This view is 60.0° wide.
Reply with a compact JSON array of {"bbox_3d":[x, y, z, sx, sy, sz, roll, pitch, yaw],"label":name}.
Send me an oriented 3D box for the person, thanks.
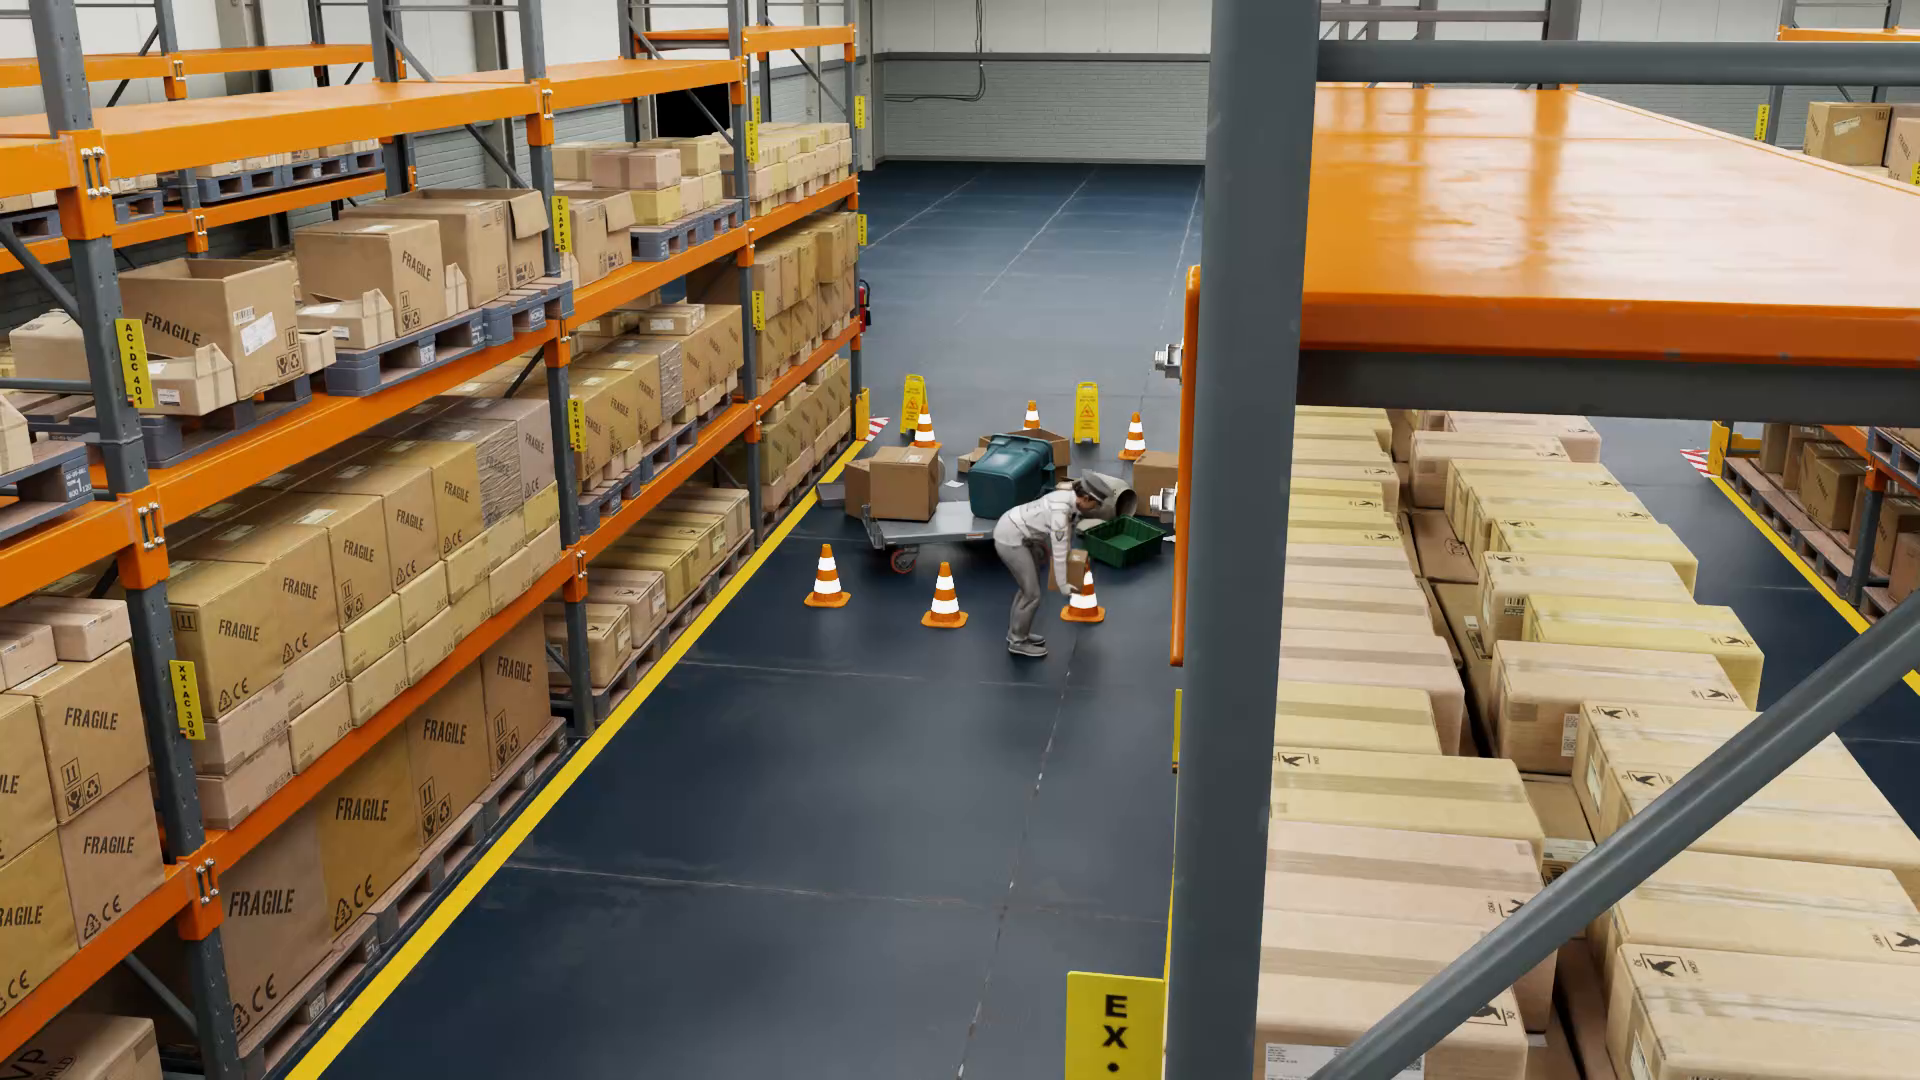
[{"bbox_3d":[0.666,0.162,12.047,0.857,1.366,0.402,2,18,7],"label":"person"}]
